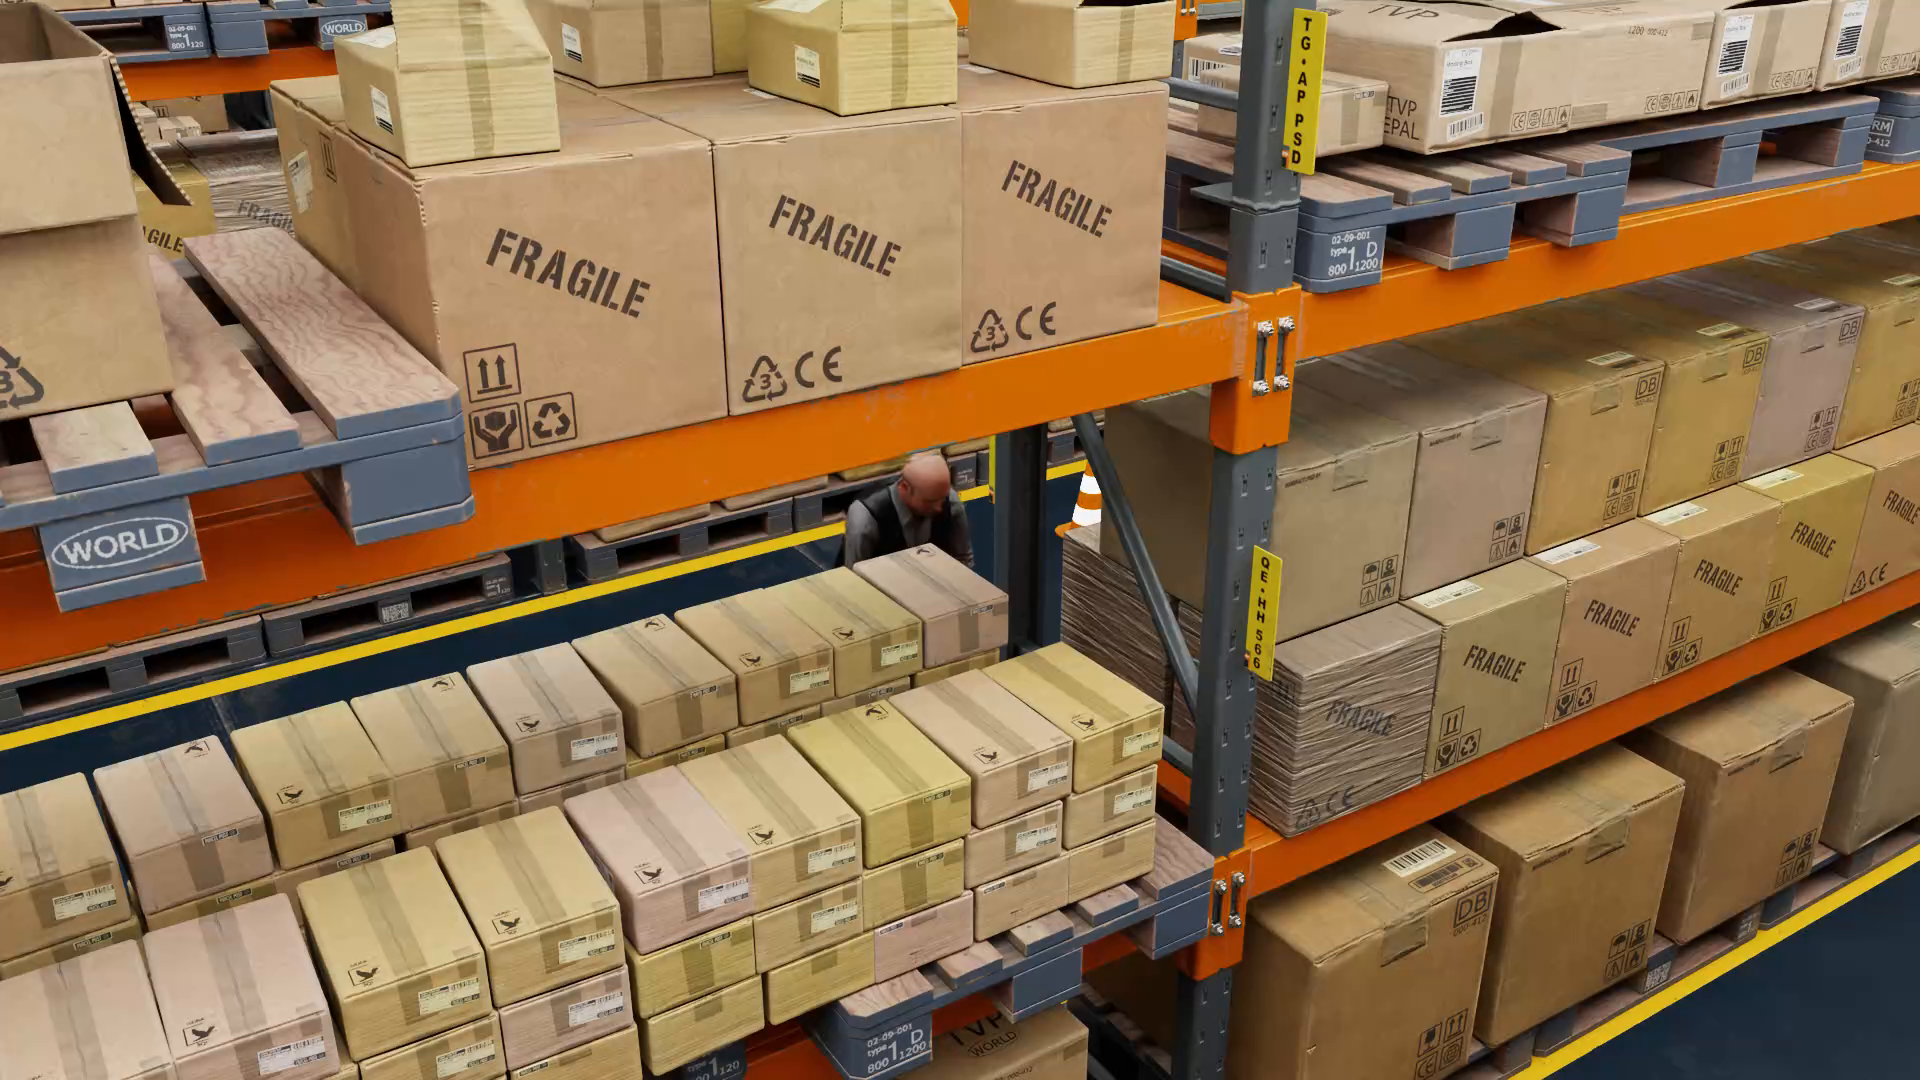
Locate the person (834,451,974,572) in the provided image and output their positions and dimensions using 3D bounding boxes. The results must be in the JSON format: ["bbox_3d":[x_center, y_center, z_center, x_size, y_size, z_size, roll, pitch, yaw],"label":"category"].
[{"bbox_3d":[-0.223,0.335,6.596,0.581,1.581,0.555,-15,29,-29],"label":"person"}]
